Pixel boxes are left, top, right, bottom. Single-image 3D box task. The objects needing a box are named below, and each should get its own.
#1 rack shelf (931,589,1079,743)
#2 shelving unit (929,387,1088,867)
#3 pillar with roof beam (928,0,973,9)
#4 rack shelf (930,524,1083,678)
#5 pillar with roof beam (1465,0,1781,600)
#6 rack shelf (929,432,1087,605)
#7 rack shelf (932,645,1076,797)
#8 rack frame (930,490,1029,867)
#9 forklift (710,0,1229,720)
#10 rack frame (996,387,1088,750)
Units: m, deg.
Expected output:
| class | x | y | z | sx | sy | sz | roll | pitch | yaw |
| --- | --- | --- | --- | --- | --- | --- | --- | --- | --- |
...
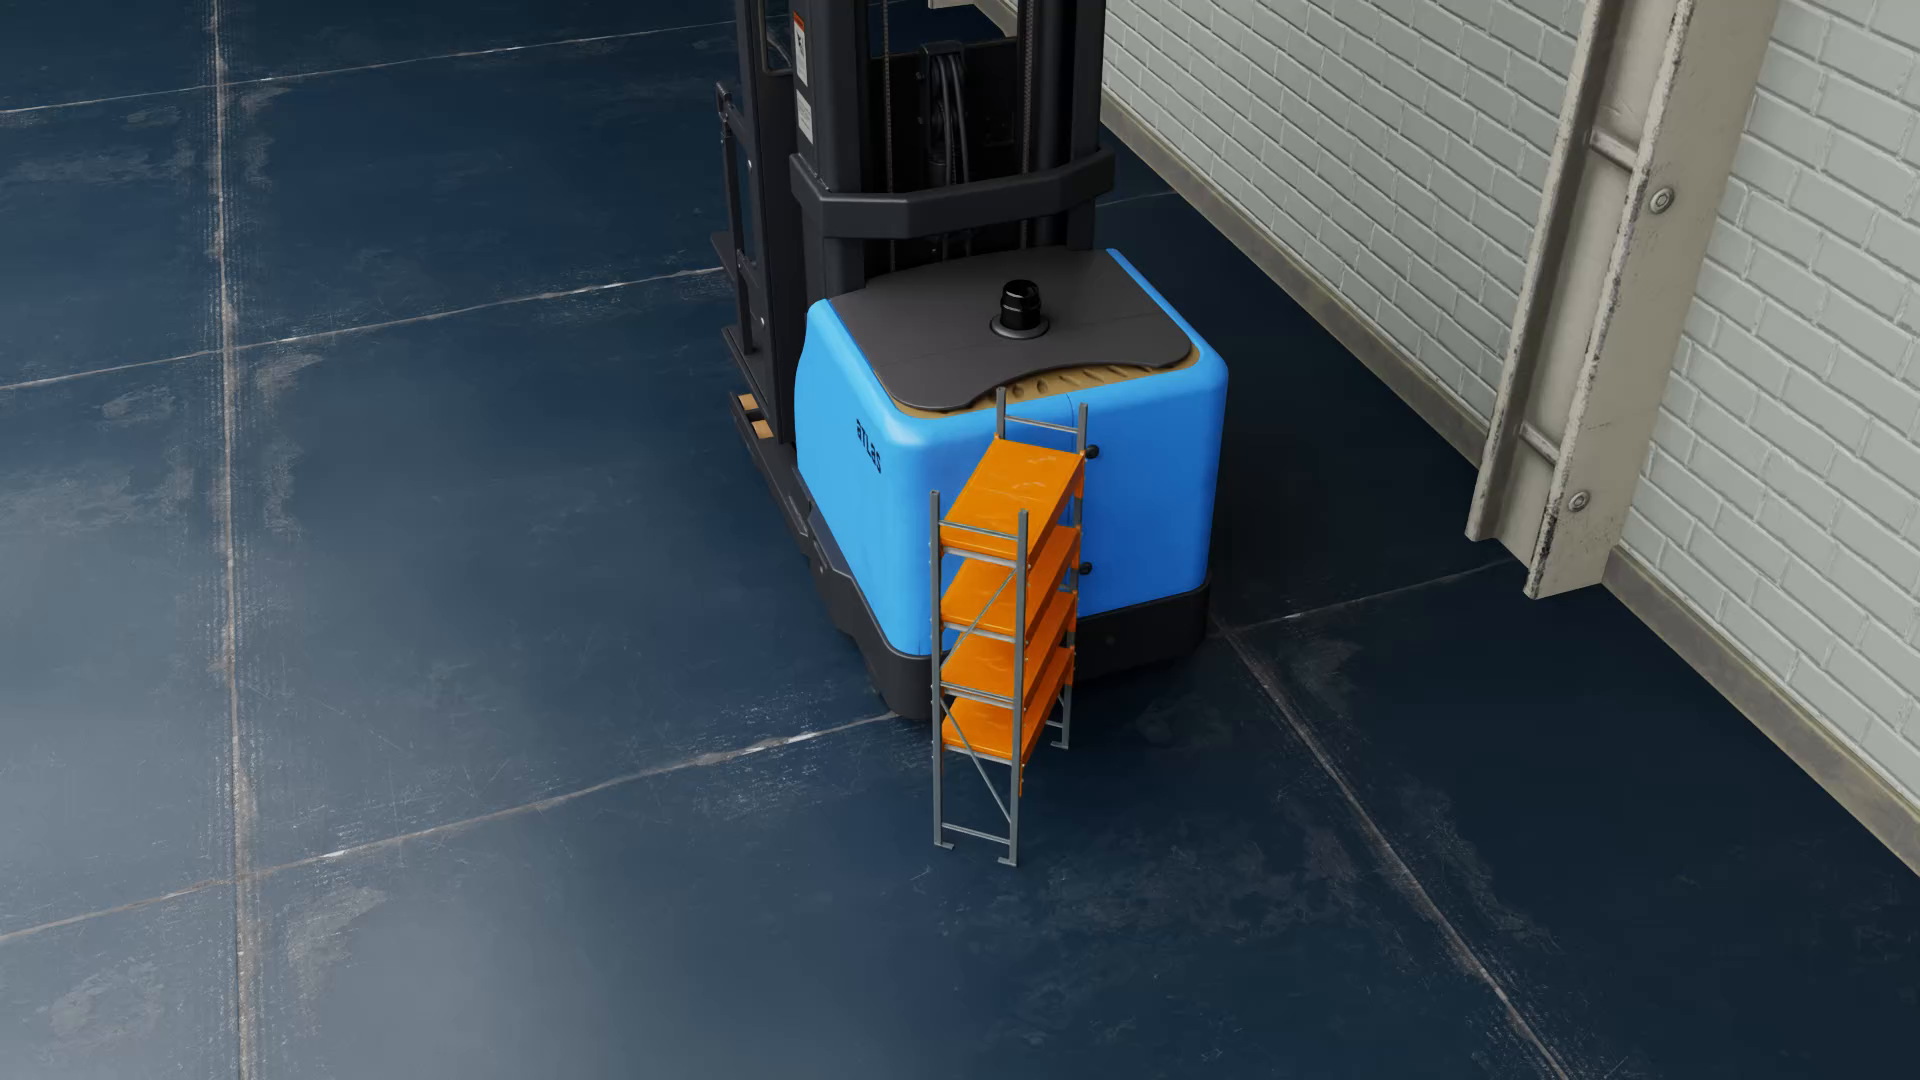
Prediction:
| class | x | y | z | sx | sy | sz | roll | pitch | yaw |
| --- | --- | --- | --- | --- | --- | --- | --- | --- | --- |
| rack shelf | 0.127 | 0.305 | 4.460 | 0.258 | 0.148 | 0.480 | 12 | 39 | 16 |
| shelving unit | 0.127 | 0.251 | 4.419 | 0.258 | 1.200 | 0.503 | 12 | 39 | 16 |
| pillar with roof beam | -4.143 | -6.038 | 6.287 | 9.100 | 9.000 | 0.400 | -12 | 39 | -16 |
| rack shelf | 0.127 | 0.126 | 4.325 | 0.258 | 0.148 | 0.480 | 12 | 39 | 16 |
| pillar with roof beam | -2.078 | -2.649 | 1.787 | 9.100 | 9.000 | 0.400 | -12 | 39 | -16 |
| rack shelf | 0.127 | -0.063 | 4.183 | 0.258 | 0.148 | 0.480 | 12 | 39 | 16 |
| rack shelf | 0.127 | 0.464 | 4.579 | 0.258 | 0.148 | 0.480 | 12 | 39 | 16 |
| rack frame | 0.044 | 0.389 | 4.236 | 0.240 | 1.200 | 0.015 | 12 | 39 | 16 |
| forklift | -0.220 | -1.526 | 5.340 | 1.130 | 2.935 | 3.031 | -13 | 39 | -16 |
| rack frame | 0.210 | 0.113 | 4.603 | 0.240 | 1.200 | 0.015 | 12 | 39 | 16 |
